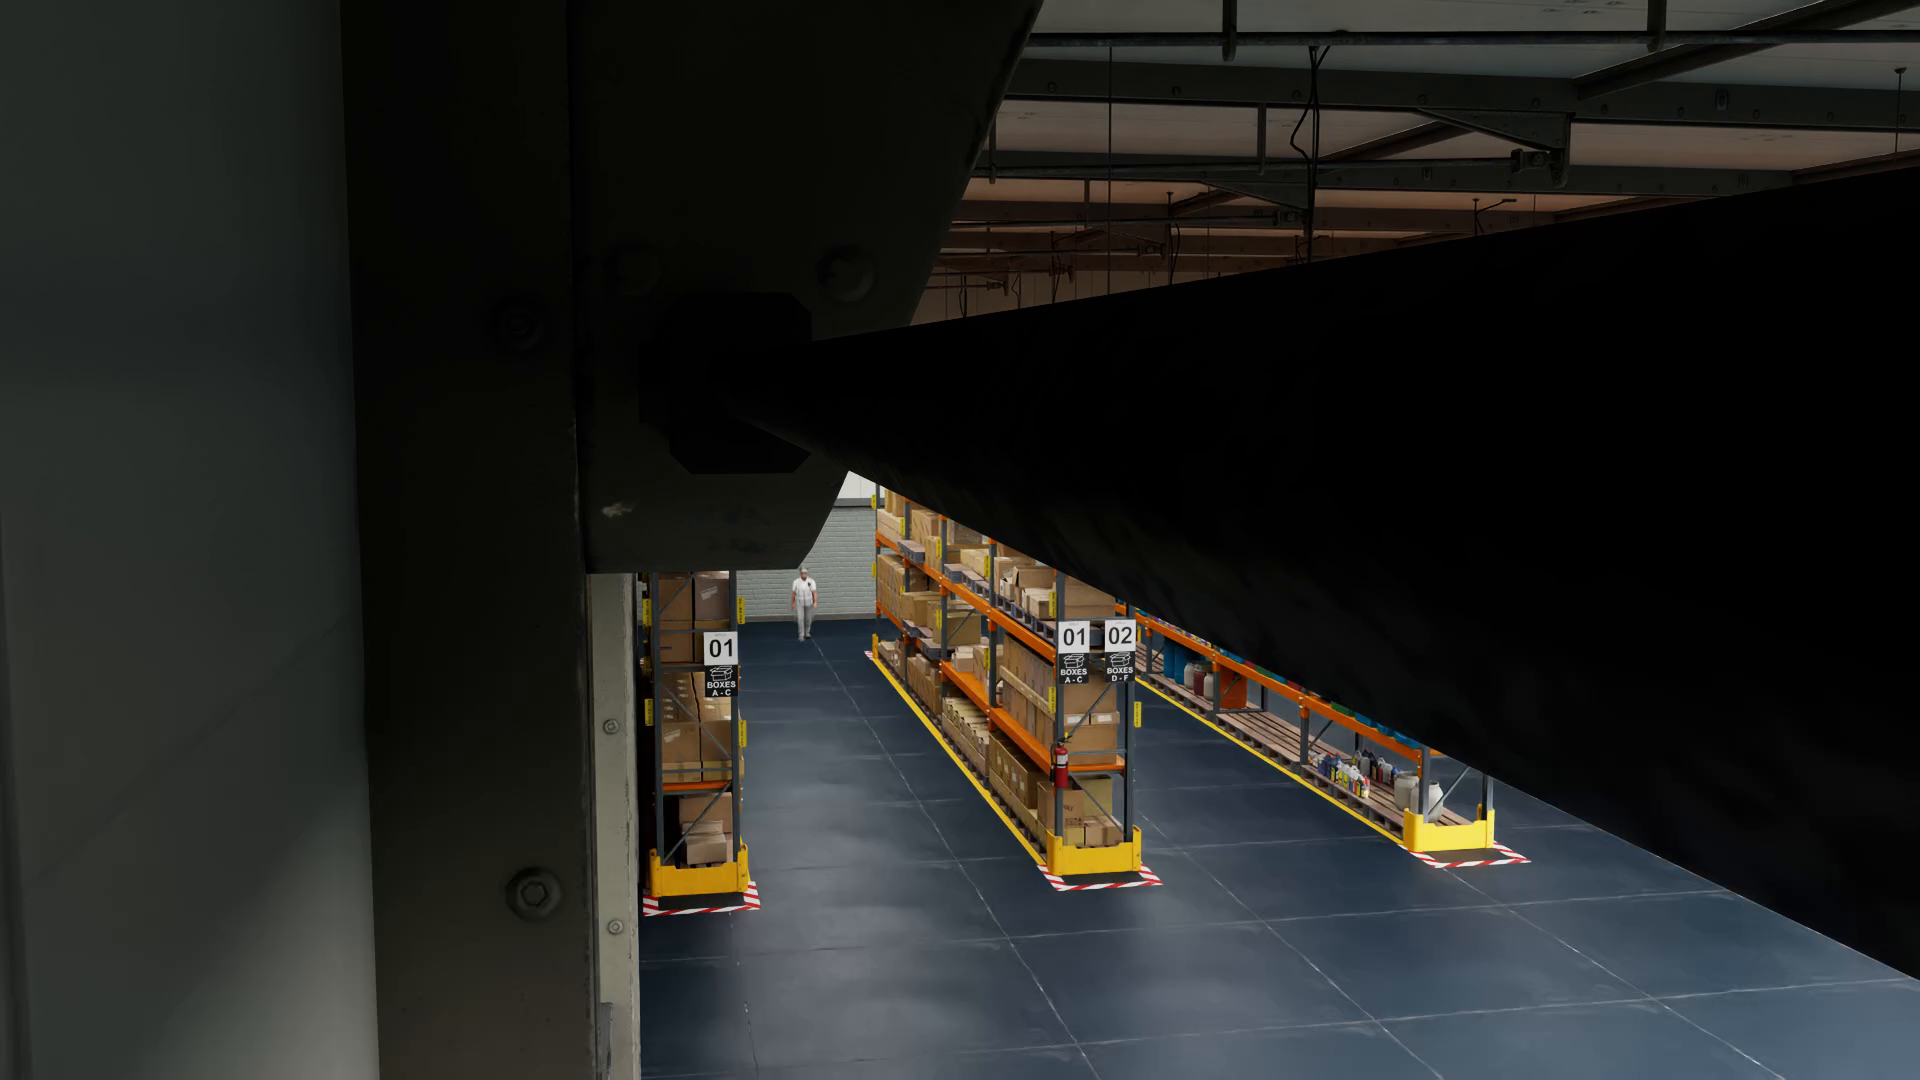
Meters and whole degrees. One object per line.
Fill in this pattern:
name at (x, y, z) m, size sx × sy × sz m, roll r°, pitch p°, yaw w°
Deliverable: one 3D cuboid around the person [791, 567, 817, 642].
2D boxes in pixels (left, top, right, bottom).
person at (-3.635, 1.477, 38.808) m, size 0.600 × 1.706 × 1.074 m, roll -1°, pitch 6°, yaw -8°
